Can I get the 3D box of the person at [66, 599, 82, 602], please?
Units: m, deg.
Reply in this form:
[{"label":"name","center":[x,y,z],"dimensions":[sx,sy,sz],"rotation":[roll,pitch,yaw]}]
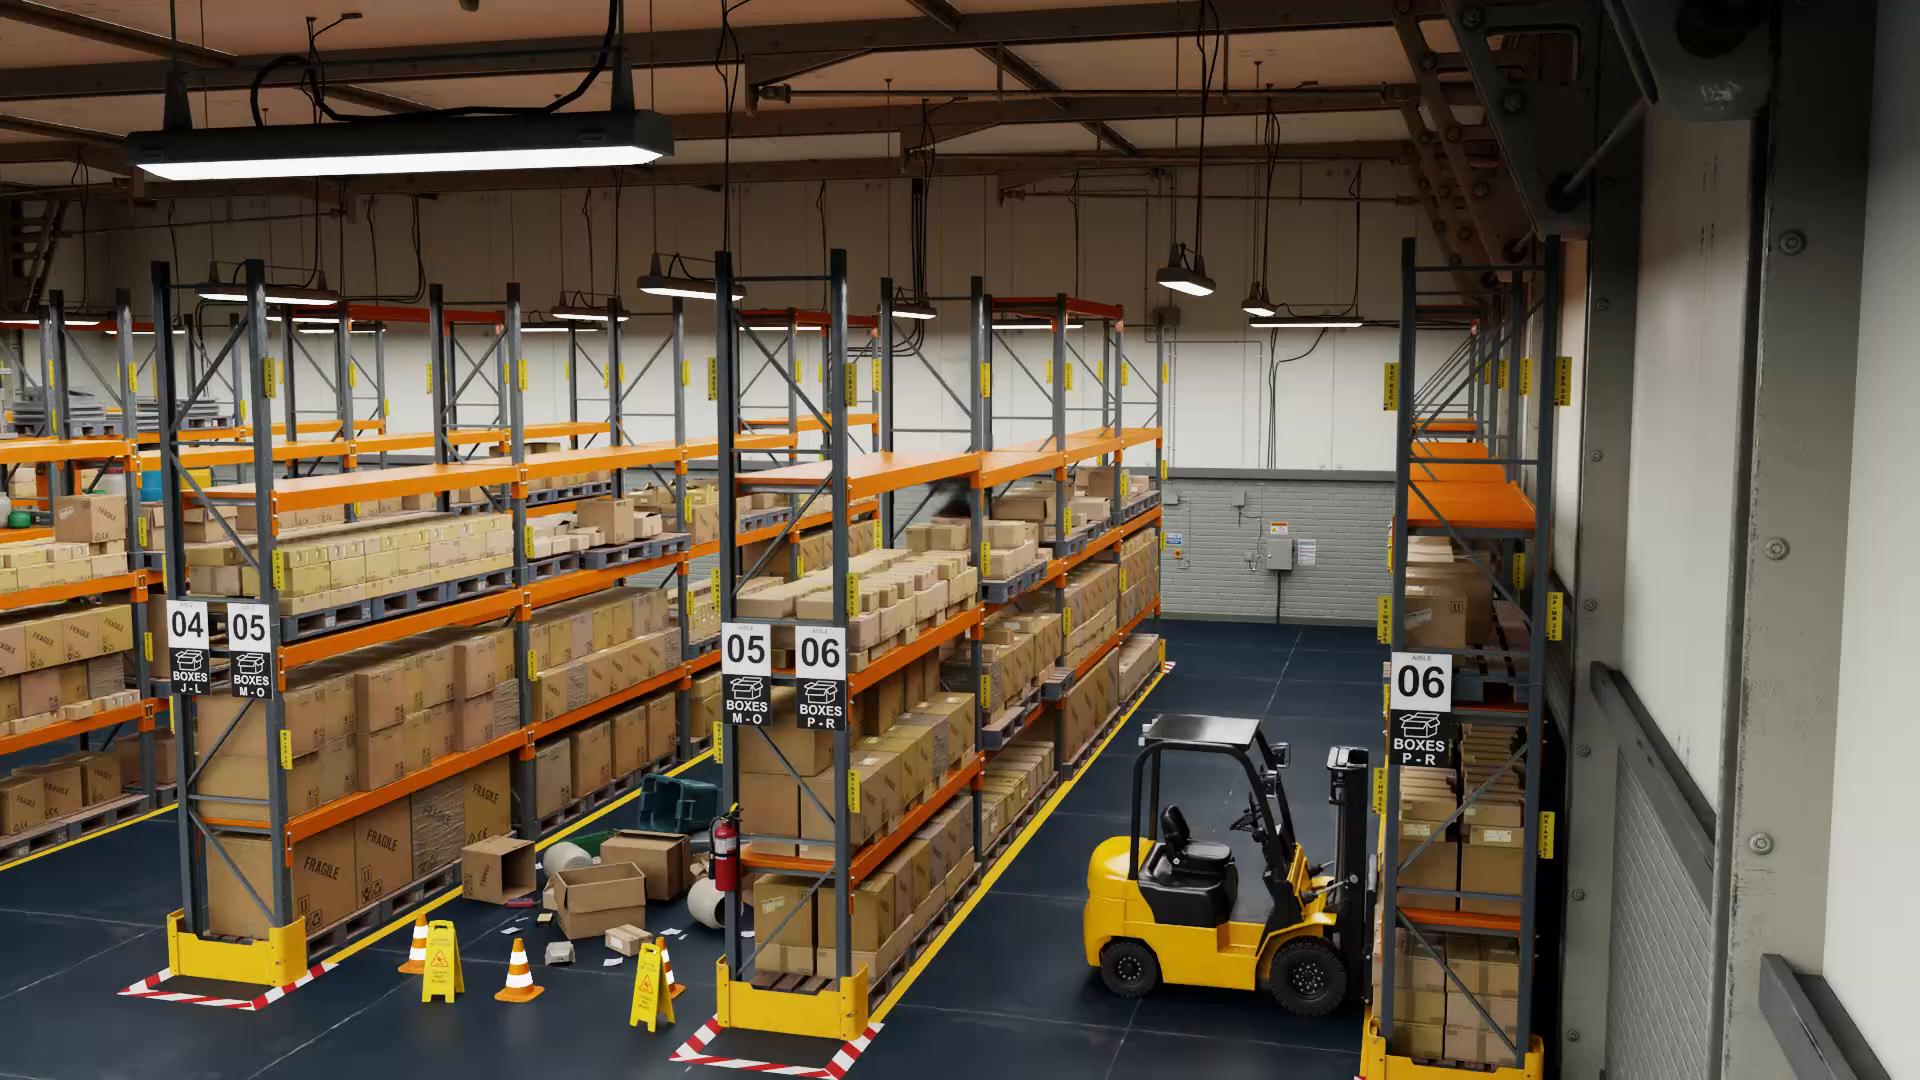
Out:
[{"label":"person","center":[-14.599,1.449,27.350],"dimensions":[0.599,1.664,1.008],"rotation":[2,6,19]}]
